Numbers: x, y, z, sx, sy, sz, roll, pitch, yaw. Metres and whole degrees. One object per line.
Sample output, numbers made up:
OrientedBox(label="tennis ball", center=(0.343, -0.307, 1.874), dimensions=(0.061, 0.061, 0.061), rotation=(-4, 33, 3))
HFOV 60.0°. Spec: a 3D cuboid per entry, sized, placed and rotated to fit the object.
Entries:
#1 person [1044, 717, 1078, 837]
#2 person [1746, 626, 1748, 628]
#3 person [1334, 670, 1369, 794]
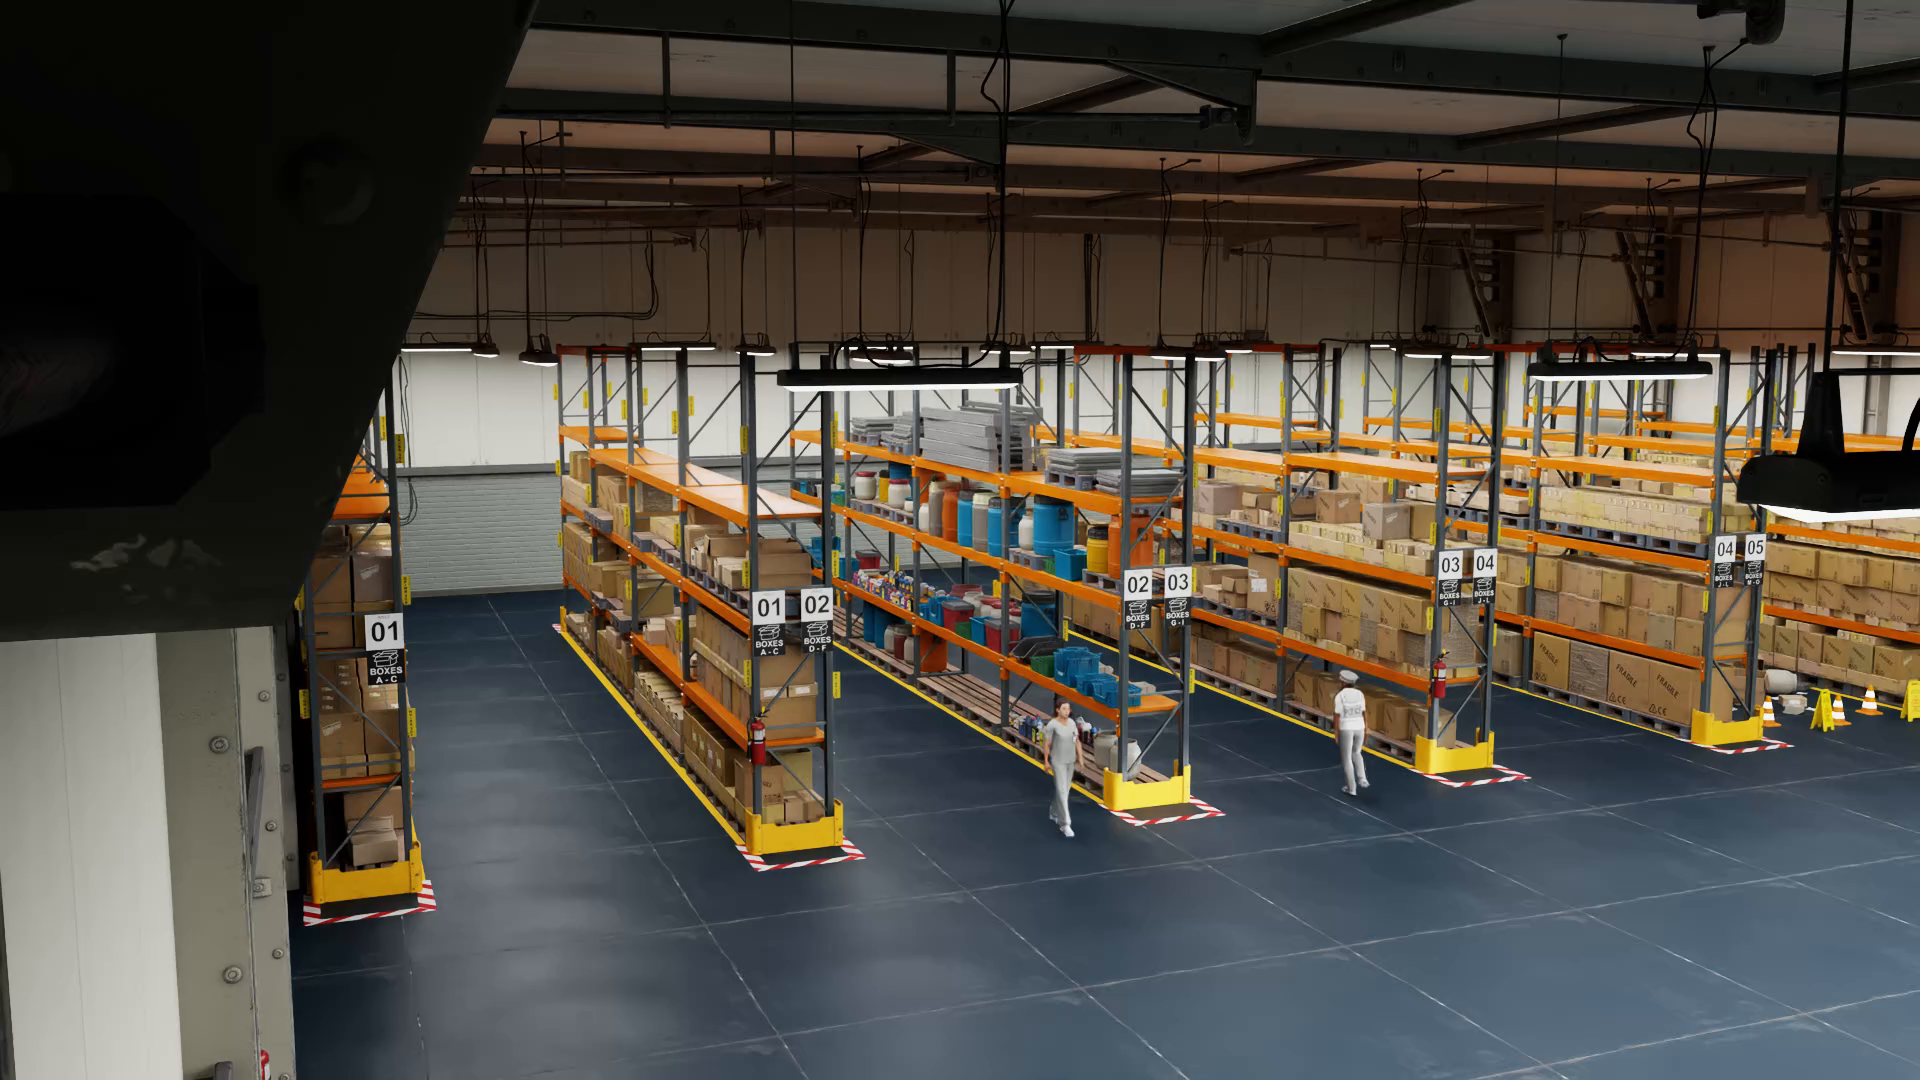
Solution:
OrientedBox(label="person", center=(1.352, 2.964, 21.072), dimensions=(0.454, 1.400, 0.771), rotation=(-5, 9, -34))
OrientedBox(label="person", center=(16.687, 1.030, 34.966), dimensions=(0.527, 1.816, 0.555), rotation=(-5, 9, -33))
OrientedBox(label="person", center=(5.340, 2.619, 22.695), dimensions=(0.505, 1.675, 0.457), rotation=(-2, 7, -12))
